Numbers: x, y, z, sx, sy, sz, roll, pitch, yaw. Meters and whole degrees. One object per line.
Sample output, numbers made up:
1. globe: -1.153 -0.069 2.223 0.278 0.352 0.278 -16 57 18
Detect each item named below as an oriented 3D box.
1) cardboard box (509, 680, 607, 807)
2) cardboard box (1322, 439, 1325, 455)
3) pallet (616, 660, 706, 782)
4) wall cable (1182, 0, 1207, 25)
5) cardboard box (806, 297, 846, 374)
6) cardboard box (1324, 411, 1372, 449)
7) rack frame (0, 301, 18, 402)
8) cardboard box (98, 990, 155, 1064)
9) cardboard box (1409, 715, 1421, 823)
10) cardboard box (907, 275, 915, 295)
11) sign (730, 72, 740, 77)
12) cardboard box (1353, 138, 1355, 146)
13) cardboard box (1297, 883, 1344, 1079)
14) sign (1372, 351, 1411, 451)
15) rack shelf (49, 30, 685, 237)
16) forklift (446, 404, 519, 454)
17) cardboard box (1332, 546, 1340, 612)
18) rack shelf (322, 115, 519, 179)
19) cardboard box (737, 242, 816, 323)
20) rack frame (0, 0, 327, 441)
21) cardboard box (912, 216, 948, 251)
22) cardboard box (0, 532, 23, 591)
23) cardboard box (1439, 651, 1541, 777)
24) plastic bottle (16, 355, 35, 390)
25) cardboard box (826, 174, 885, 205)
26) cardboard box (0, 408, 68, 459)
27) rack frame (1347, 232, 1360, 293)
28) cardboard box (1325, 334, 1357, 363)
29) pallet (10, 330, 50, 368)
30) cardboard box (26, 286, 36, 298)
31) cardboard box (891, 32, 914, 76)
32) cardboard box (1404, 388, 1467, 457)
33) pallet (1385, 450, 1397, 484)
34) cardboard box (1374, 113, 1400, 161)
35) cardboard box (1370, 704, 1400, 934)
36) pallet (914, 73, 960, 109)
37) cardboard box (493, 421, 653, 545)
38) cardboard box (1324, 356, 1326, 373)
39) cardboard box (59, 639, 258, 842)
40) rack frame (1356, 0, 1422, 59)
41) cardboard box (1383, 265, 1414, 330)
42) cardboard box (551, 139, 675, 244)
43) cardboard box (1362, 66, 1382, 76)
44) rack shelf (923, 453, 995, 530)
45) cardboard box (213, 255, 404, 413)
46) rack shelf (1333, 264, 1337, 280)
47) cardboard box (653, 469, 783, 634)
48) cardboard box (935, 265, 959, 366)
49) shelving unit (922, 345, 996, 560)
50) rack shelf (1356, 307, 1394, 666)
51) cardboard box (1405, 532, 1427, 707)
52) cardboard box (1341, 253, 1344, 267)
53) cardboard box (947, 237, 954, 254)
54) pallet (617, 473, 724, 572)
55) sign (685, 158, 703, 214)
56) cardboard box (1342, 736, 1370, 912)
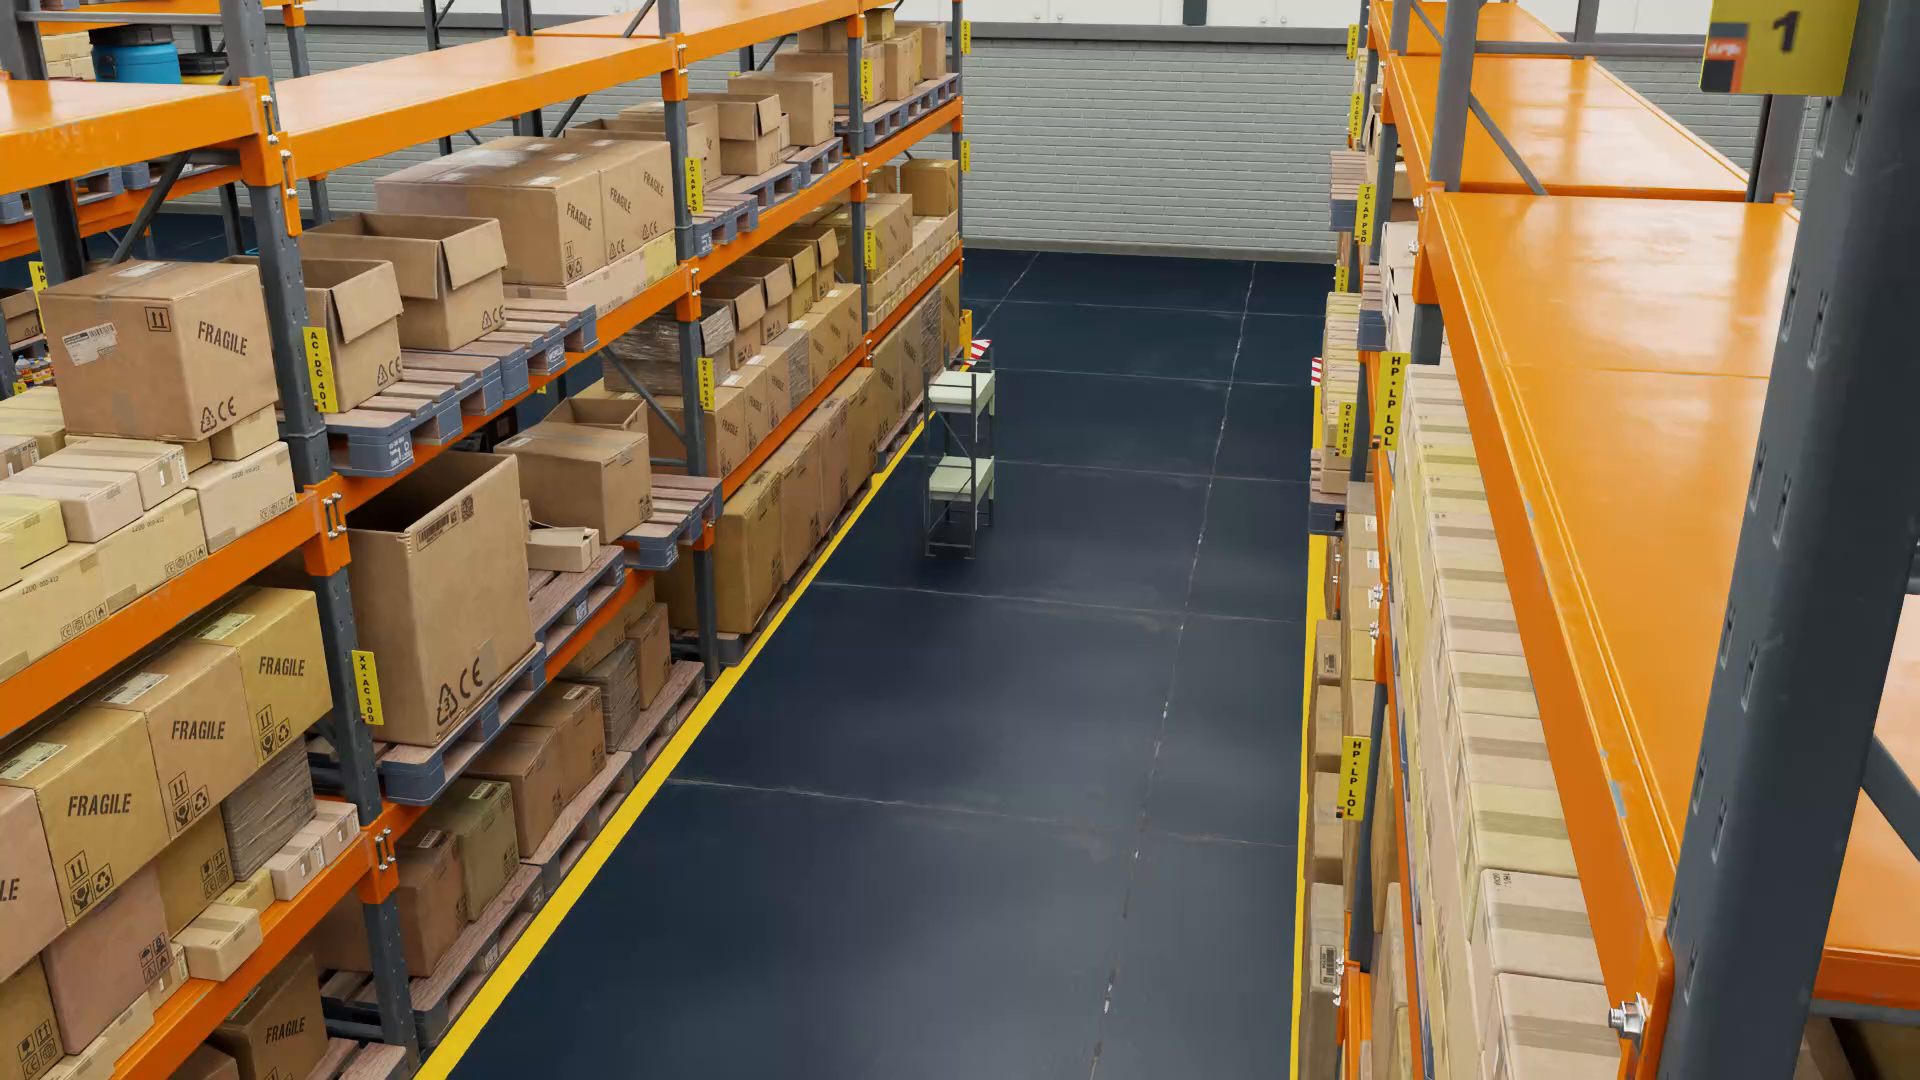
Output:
1. cardboard box: -2.433 1.110 9.339 0.700 0.500 0.500 6 23 15
2. cardboard box: 2.437 -0.618 10.249 0.380 0.149 0.250 5 23 13
3. pallet: -2.267 1.075 10.401 1.003 0.211 1.213 4 22 11
4. wall cable: 4.054 -9.510 20.614 2.277 5.999 0.120 4 22 11
5. cardboard box: -1.226 -1.641 13.278 0.500 0.500 0.500 5 23 13
6. cardboard box: 2.380 -0.657 9.948 0.380 0.149 0.250 4 22 9
7. rack frame: -6.955 -0.881 11.527 1.000 3.000 0.127 4 22 11
8. cardboard box: -2.982 1.630 5.627 0.380 0.149 0.250 4 22 11
9. cardboard box: 1.195 0.522 3.668 0.380 0.149 0.250 5 22 12
10. cardboard box: -0.640 -2.407 15.651 0.380 0.149 0.250 5 22 12
11. sign: -1.833 -3.676 13.653 0.100 0.325 0.005 4 22 11
12. cardboard box: 3.597 -3.441 14.068 0.500 0.250 0.500 4 22 10
13. cardboard box: 1.951 1.989 6.849 1.050 0.750 0.750 4 22 11
14. sign: 1.380 -0.441 5.304 0.100 0.325 0.005 4 22 11
15. rack shelf: -2.514 -2.036 7.861 1.077 0.370 4.000 4 22 11
16. forklift: -3.625 -0.547 10.788 1.130 2.935 3.031 8 23 19
17. cardboard box: 2.612 0.258 10.478 0.500 0.250 0.500 4 22 10
18. rack shelf: -5.730 -4.133 16.549 1.077 0.370 4.000 4 22 11
19. cardboard box: -1.563 -1.994 12.813 0.797 0.503 0.637 5 22 12
20. rack frame: -2.922 -1.824 5.836 1.000 3.000 0.127 4 22 11
21. cardboard box: -0.417 -3.115 16.875 0.500 0.250 0.500 4 22 10
22. cardboard box: -2.969 0.076 4.802 0.380 0.149 0.250 6 23 13
23. cardboard box: 1.093 0.337 3.059 0.380 0.149 0.250 4 22 10
24. plastic bottle: -7.122 -1.270 12.663 0.097 0.271 0.097 0 22 0
25. cardboard box: -1.038 -3.318 16.376 0.500 0.500 0.500 4 22 9
26. cardboard box: -3.278 -0.350 5.858 0.380 0.149 0.250 3 22 8
27. rack frame: 3.545 -1.552 13.191 1.000 3.000 0.127 4 22 11
28. cardboard box: 2.752 -1.324 11.603 0.380 0.149 0.250 5 23 13
29. pallet: -10.599 -2.128 18.355 1.003 0.211 1.213 4 22 11
30. cardboard box: -10.661 -2.755 19.269 0.500 0.250 0.500 4 22 11
31. cardboard box: -0.818 -4.525 15.728 0.700 0.500 0.500 3 22 7
32. cardboard box: 1.455 -0.311 4.668 0.380 0.149 0.250 4 22 10
33. pallet: 2.052 -0.267 6.243 0.805 0.209 1.217 4 22 9
34. cardboard box: 2.800 -2.521 10.425 0.396 0.266 0.258 4 22 11
35. cardboard box: 1.804 0.936 5.368 0.875 0.550 0.550 4 22 11
36. pallet: -0.615 -4.508 16.634 1.003 0.211 1.213 4 22 11
37. cardboard box: -2.193 -0.333 9.468 0.700 0.500 0.500 8 23 19
38. cardboard box: 2.806 -1.275 11.881 0.380 0.149 0.250 5 23 13
39. cardboard box: -2.845 0.680 5.781 0.500 0.500 0.500 4 22 11
40. rack frame: 4.361 -5.797 15.702 1.000 3.000 0.127 4 22 11
41. cardboard box: 2.159 -1.061 7.381 0.500 0.311 0.500 4 22 10
42. cardboard box: -1.958 -1.980 9.436 0.500 0.500 0.500 5 22 12
43. cardboard box: 3.580 -3.900 14.006 0.380 0.149 0.250 4 22 11
44. rack shelf: -0.001 -0.391 13.189 0.431 0.370 0.720 4 22 11
45. cardboard box: -2.729 -0.839 6.707 0.797 0.503 0.637 3 22 8
46. rack shelf: 3.953 -1.949 15.141 1.077 0.370 4.000 4 22 11
47. cardboard box: -1.945 0.036 11.530 1.225 0.875 0.875 3 22 8
48. cardboard box: -0.526 -2.399 17.576 0.875 0.875 0.875 4 22 11
49. shelving unit: -0.001 -0.693 13.067 0.431 1.500 0.755 4 22 11
50. rack shelf: 2.321 -0.415 7.316 1.077 0.370 4.000 4 22 11
51. cardboard box: 1.335 0.200 3.933 0.500 0.250 0.500 4 22 10
52. cardboard box: 3.474 -2.124 14.081 0.500 0.500 0.500 4 22 9
53. cardboard box: -0.275 -3.062 17.279 0.380 0.149 0.250 5 22 11
54. pallet: -2.147 -0.146 9.958 1.213 0.211 1.003 4 22 11
55. sign: -1.575 -2.093 9.827 0.100 0.325 0.005 4 22 11
56. cardboard box: 1.758 1.117 6.432 0.500 0.500 0.500 4 22 11
